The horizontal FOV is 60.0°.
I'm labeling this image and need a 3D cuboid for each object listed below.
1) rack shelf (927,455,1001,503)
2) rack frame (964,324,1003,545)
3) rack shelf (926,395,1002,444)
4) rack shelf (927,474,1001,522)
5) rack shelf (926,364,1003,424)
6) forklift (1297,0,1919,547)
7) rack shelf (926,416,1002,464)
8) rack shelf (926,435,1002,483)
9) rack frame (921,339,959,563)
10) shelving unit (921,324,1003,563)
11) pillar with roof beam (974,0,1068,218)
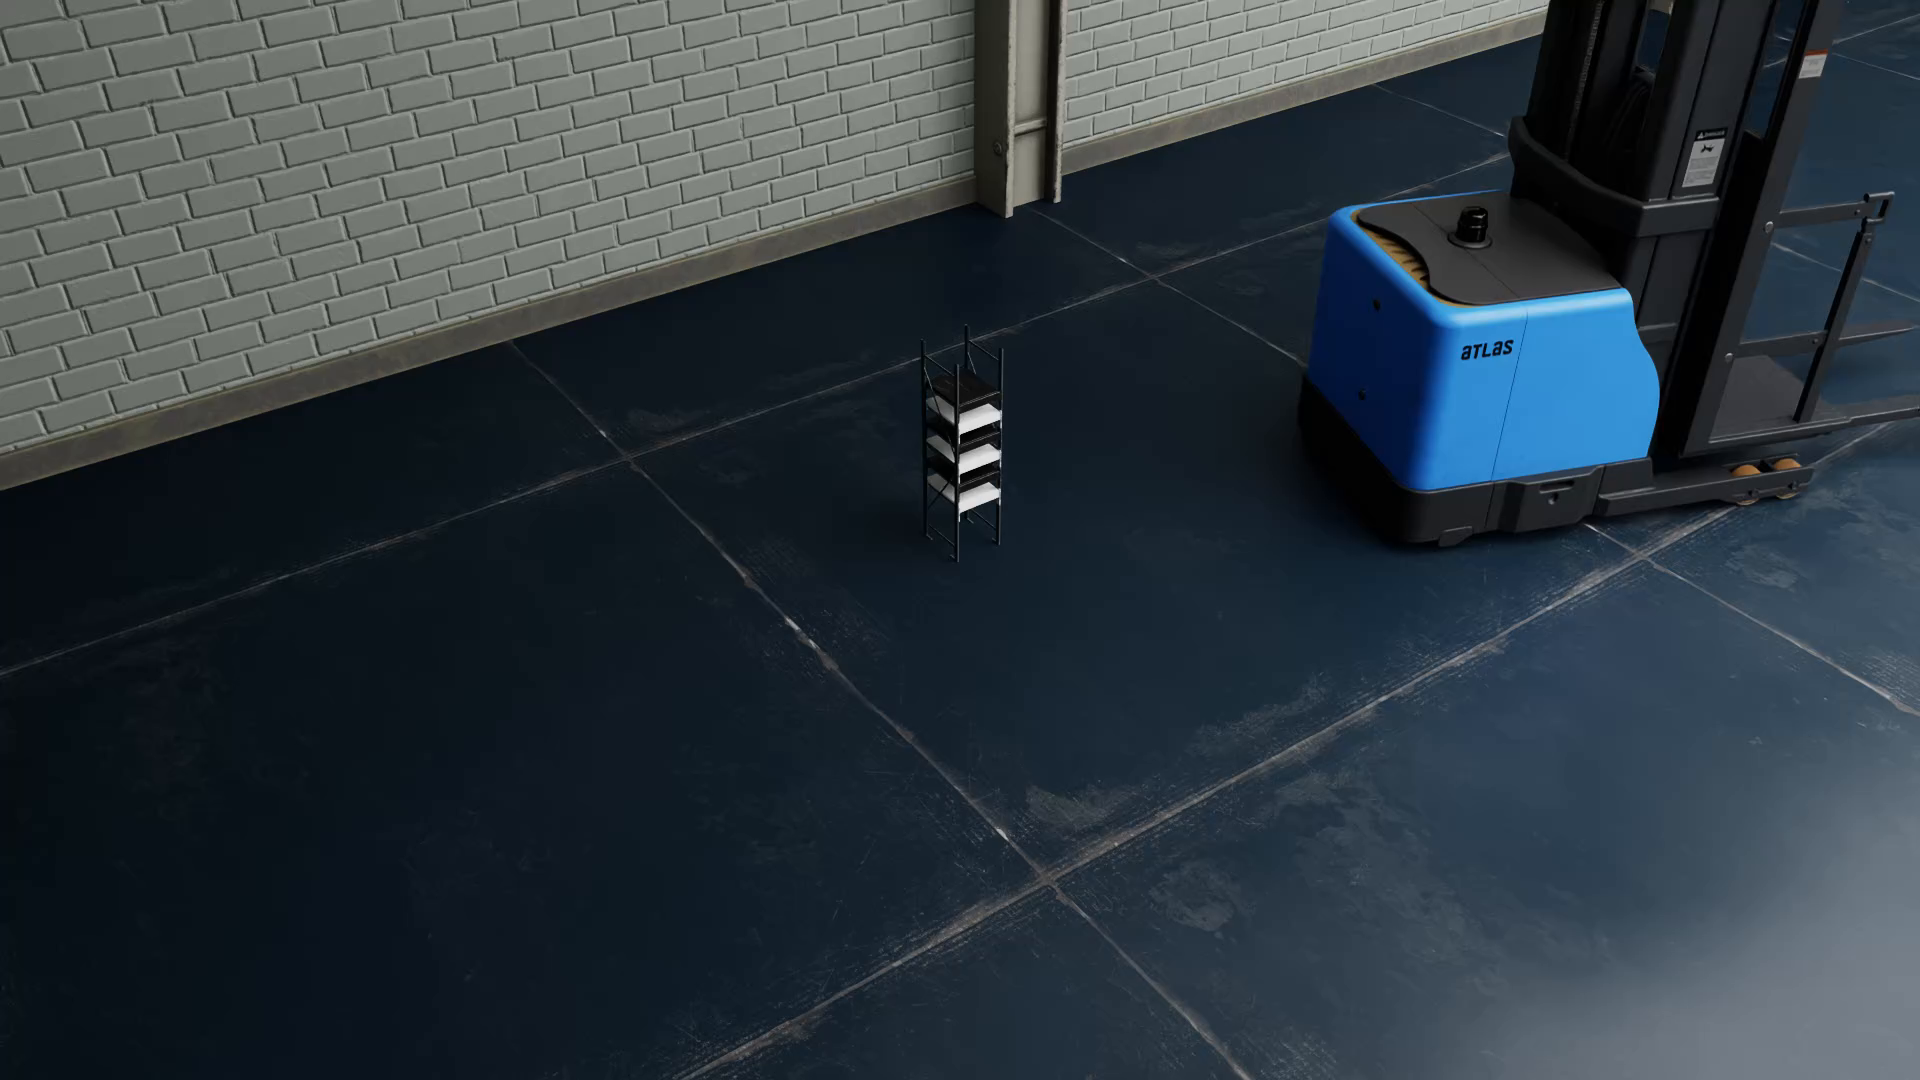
[{"bbox_3d":[0.007,-0.268,6.563,0.200,0.077,0.258,-22,41,-28],"label":"rack shelf"},{"bbox_3d":[0.090,-0.402,6.539,0.006,0.900,0.240,-22,41,-28],"label":"rack frame"},{"bbox_3d":[0.007,-0.487,6.405,0.200,0.077,0.258,-22,41,-28],"label":"rack shelf"},{"bbox_3d":[0.007,-0.195,6.616,0.200,0.077,0.258,-22,41,-28],"label":"rack shelf"},{"bbox_3d":[0.007,-0.560,6.353,0.200,0.077,0.258,-22,41,-28],"label":"rack shelf"},{"bbox_3d":[3.066,-1.625,6.499,3.031,2.935,1.130,-9,37,-12],"label":"forklift"},{"bbox_3d":[0.007,-0.414,6.458,0.200,0.077,0.258,-22,41,-28],"label":"rack shelf"},{"bbox_3d":[0.007,-0.341,6.511,0.200,0.077,0.258,-22,41,-28],"label":"rack shelf"},{"bbox_3d":[-0.076,-0.334,6.443,0.006,0.900,0.240,-22,41,-28],"label":"rack frame"},{"bbox_3d":[0.007,-0.368,6.491,0.210,0.900,0.258,-22,41,-28],"label":"shelving unit"},{"bbox_3d":[2.805,-3.528,3.948,0.400,9.000,9.100,-22,41,-28],"label":"pillar with roof beam"}]
